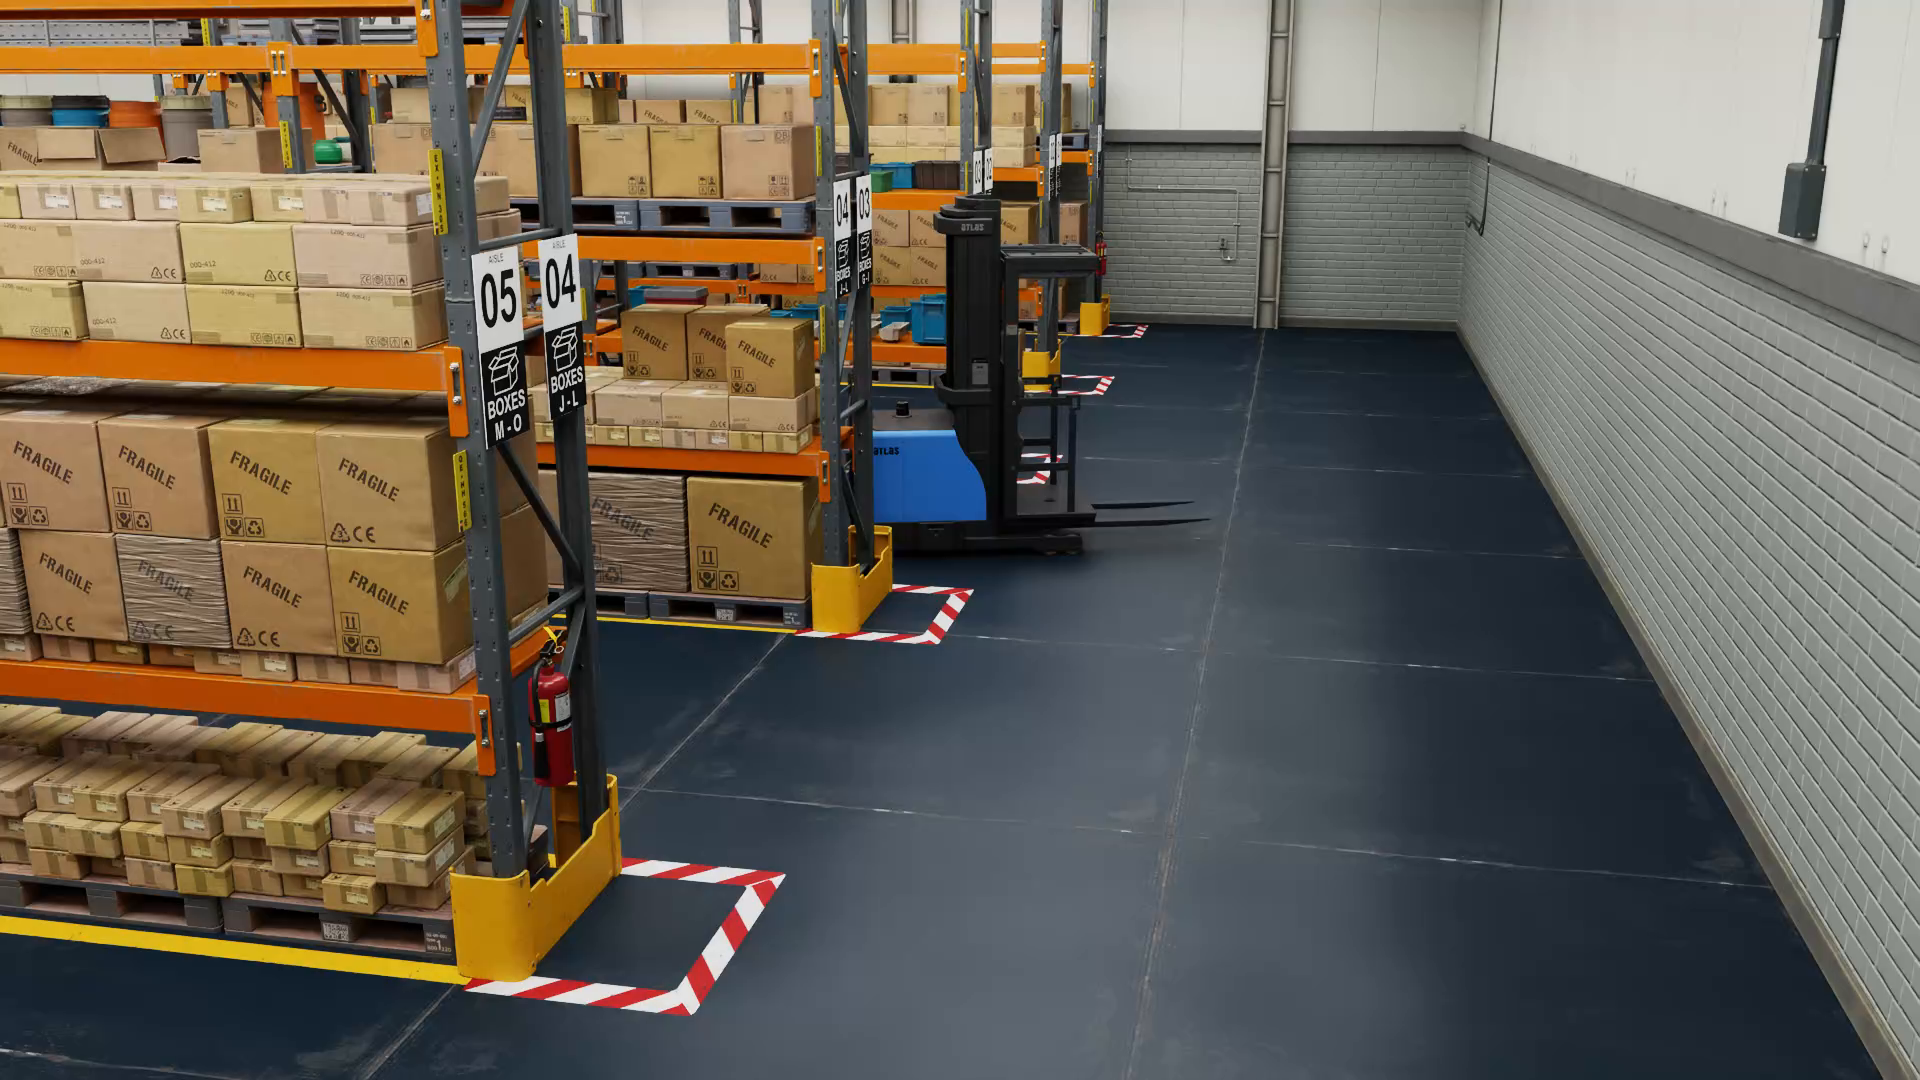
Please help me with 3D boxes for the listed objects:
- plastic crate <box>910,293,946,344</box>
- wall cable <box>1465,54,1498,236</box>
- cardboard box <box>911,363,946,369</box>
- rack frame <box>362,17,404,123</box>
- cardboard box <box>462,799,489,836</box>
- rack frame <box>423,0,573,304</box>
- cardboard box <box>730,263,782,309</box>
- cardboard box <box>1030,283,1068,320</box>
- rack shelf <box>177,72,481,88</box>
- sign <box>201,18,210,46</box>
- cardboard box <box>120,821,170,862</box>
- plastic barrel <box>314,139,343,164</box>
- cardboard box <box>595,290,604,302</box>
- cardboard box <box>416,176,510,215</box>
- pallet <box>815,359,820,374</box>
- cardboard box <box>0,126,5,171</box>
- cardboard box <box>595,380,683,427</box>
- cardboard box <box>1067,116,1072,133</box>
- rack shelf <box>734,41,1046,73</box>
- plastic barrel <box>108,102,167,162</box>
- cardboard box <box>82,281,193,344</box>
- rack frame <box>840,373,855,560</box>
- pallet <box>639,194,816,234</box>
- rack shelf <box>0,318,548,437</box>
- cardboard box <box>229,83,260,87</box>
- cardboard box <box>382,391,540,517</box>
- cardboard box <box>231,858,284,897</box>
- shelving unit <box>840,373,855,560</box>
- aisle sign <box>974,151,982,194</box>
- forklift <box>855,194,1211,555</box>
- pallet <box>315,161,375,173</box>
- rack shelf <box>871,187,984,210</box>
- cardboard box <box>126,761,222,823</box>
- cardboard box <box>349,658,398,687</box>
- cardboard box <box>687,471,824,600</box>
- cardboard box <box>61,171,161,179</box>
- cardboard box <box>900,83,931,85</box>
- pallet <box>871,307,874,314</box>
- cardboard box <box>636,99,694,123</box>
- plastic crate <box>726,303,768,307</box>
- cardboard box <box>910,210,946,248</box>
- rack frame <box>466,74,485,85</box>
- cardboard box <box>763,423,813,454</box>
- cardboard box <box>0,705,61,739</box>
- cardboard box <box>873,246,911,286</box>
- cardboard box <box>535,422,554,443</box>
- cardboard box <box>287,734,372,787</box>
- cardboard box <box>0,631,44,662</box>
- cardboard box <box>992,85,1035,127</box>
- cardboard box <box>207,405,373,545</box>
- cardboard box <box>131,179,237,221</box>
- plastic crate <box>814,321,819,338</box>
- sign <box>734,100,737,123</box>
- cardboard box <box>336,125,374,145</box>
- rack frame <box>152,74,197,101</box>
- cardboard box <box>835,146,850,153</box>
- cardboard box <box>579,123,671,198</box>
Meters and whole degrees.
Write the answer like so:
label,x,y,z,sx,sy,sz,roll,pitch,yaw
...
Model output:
label,x,y,z,sx,sy,sz,roll,pitch,yaw
plastic crate,-0.204,-2.236,16.768,0.499,0.435,0.616,3,16,11
wall cable,7.606,-5.813,24.439,0.112,2.526,3.097,3,16,11
cardboard box,-0.355,-2.427,21.961,0.500,0.250,0.500,3,16,11
rack frame,-9.624,-8.343,27.752,0.127,3.000,1.000,3,16,11
cardboard box,-2.376,1.299,8.178,0.250,0.149,0.380,4,16,13
rack frame,-1.914,-2.525,6.750,0.127,3.000,1.000,3,16,11
cardboard box,-3.319,-4.239,27.418,0.750,0.750,0.750,4,16,13
cardboard box,1.429,-3.822,26.566,0.500,0.500,0.700,3,16,11
rack shelf,-8.648,-6.401,22.839,4.000,0.370,1.077,3,16,11
sign,-7.781,-5.238,17.150,0.005,0.325,0.100,3,16,11
cardboard box,-3.755,1.371,7.919,0.250,0.149,0.380,4,16,14
plastic barrel,-6.686,-4.104,17.573,0.294,0.245,0.294,0,15,0
cardboard box,-6.420,-4.271,28.149,0.500,0.500,0.700,3,16,12
cardboard box,-2.186,-1.517,7.328,0.250,0.149,0.380,3,16,11
pallet,-2.095,-2.349,22.578,1.213,0.211,1.003,3,16,11
cardboard box,-8.054,-3.035,13.232,0.637,0.503,0.797,4,16,14
cardboard box,-2.350,-1.007,12.234,0.500,0.250,0.500,3,16,9
cardboard box,1.469,-6.540,26.171,0.500,0.250,0.500,4,16,14
rack shelf,-0.808,-6.166,21.250,4.000,0.370,1.077,3,16,11
plastic barrel,-9.081,-4.435,18.460,0.708,0.830,0.600,3,16,11
cardboard box,-3.397,-1.017,7.207,0.500,0.250,0.500,4,16,13
rack frame,-0.954,-0.615,13.903,0.032,1.500,0.500,2,16,9
pallet,-1.555,-2.365,11.959,1.213,0.211,1.003,3,16,11
rack shelf,-3.873,-0.839,7.630,4.000,0.370,1.077,3,16,11
cardboard box,-12.229,-7.501,28.236,0.500,0.500,0.500,4,16,13
cardboard box,-2.301,-0.400,7.701,0.500,0.500,0.500,3,16,11
cardboard box,-3.229,1.531,7.900,0.250,0.149,0.380,3,16,12
shelving unit,-1.457,-0.636,13.978,1.048,1.500,0.538,2,16,9
aisle sign,0.173,-3.394,16.255,0.004,0.787,0.394,3,16,11
forklift,0.622,-1.429,14.159,3.031,2.935,1.130,-1,16,-5
pallet,-6.949,-3.935,17.815,1.213,0.211,1.003,3,16,11
rack shelf,-1.799,-3.427,16.972,4.000,0.370,1.077,3,16,11
cardboard box,-3.748,1.207,7.954,0.250,0.149,0.380,3,16,9
cardboard box,-2.526,0.521,7.463,0.250,0.149,0.380,3,16,11
cardboard box,-1.469,-0.117,12.490,0.875,0.875,0.875,3,16,11
cardboard box,-3.947,-1.638,7.763,0.250,0.149,0.380,3,16,10
cardboard box,-0.637,-6.874,25.972,0.500,0.500,0.500,3,16,10
pallet,-1.055,-3.621,27.169,1.213,0.211,1.003,3,16,11
cardboard box,-3.907,-5.550,22.128,0.600,0.600,0.600,3,16,10
plastic crate,-2.299,-2.277,17.202,0.530,0.282,0.437,3,16,11
cardboard box,-0.344,-4.052,21.440,0.500,0.500,0.500,4,16,13
rack frame,-6.688,-6.834,22.305,0.127,3.000,1.000,3,16,11
cardboard box,-1.241,-0.738,12.006,0.250,0.149,0.380,3,16,12
cardboard box,-4.929,1.004,8.689,0.250,0.149,0.380,3,16,11
cardboard box,-0.832,-3.599,21.680,0.500,0.500,0.500,3,16,10
cardboard box,-2.994,-0.832,12.348,0.250,0.149,0.380,3,16,9
cardboard box,-3.134,1.113,8.295,0.250,0.149,0.380,2,16,8
cardboard box,-4.321,0.433,7.782,0.250,0.149,0.380,4,16,14
cardboard box,0.645,-5.516,21.106,0.500,0.500,0.700,3,16,11
cardboard box,-2.908,-0.293,7.314,0.500,0.500,0.500,3,16,9
cardboard box,-3.288,-1.448,7.079,0.250,0.149,0.380,3,16,10
plastic crate,-1.527,-2.158,17.045,0.250,0.136,0.298,3,16,11
sign,-2.875,-5.469,21.291,0.005,0.325,0.100,3,16,11
cardboard box,-8.219,-5.584,22.908,0.500,0.250,0.500,3,16,10
rack frame,-13.544,-8.555,28.521,0.127,3.000,1.000,3,16,11
cardboard box,-1.362,-4.958,21.433,0.500,0.250,0.500,3,16,11
cardboard box,-2.390,-2.760,12.057,0.500,0.500,0.700,2,16,7
